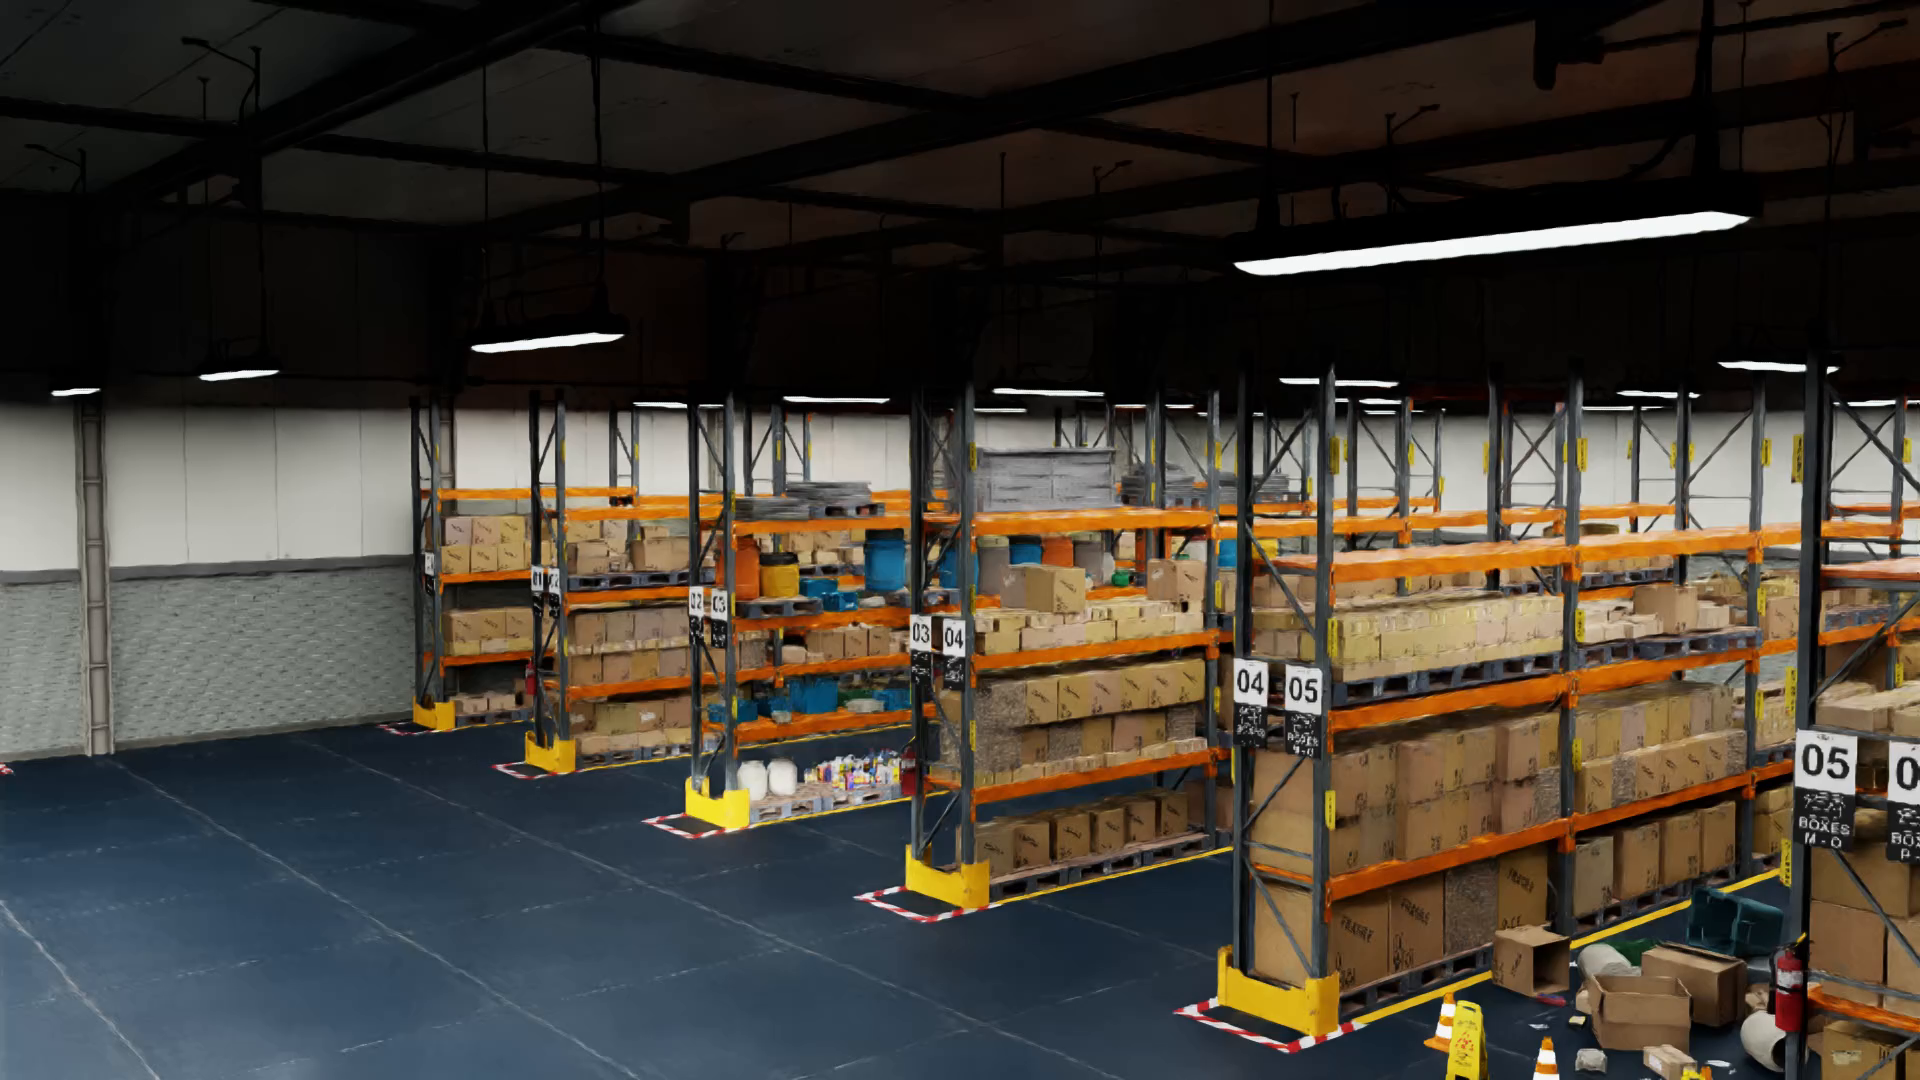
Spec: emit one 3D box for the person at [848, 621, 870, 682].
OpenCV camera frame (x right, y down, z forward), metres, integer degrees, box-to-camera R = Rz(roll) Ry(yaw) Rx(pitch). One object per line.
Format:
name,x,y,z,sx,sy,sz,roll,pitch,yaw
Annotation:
person,-2.139,2.280,34.127,0.554,1.724,1.029,3,5,43
